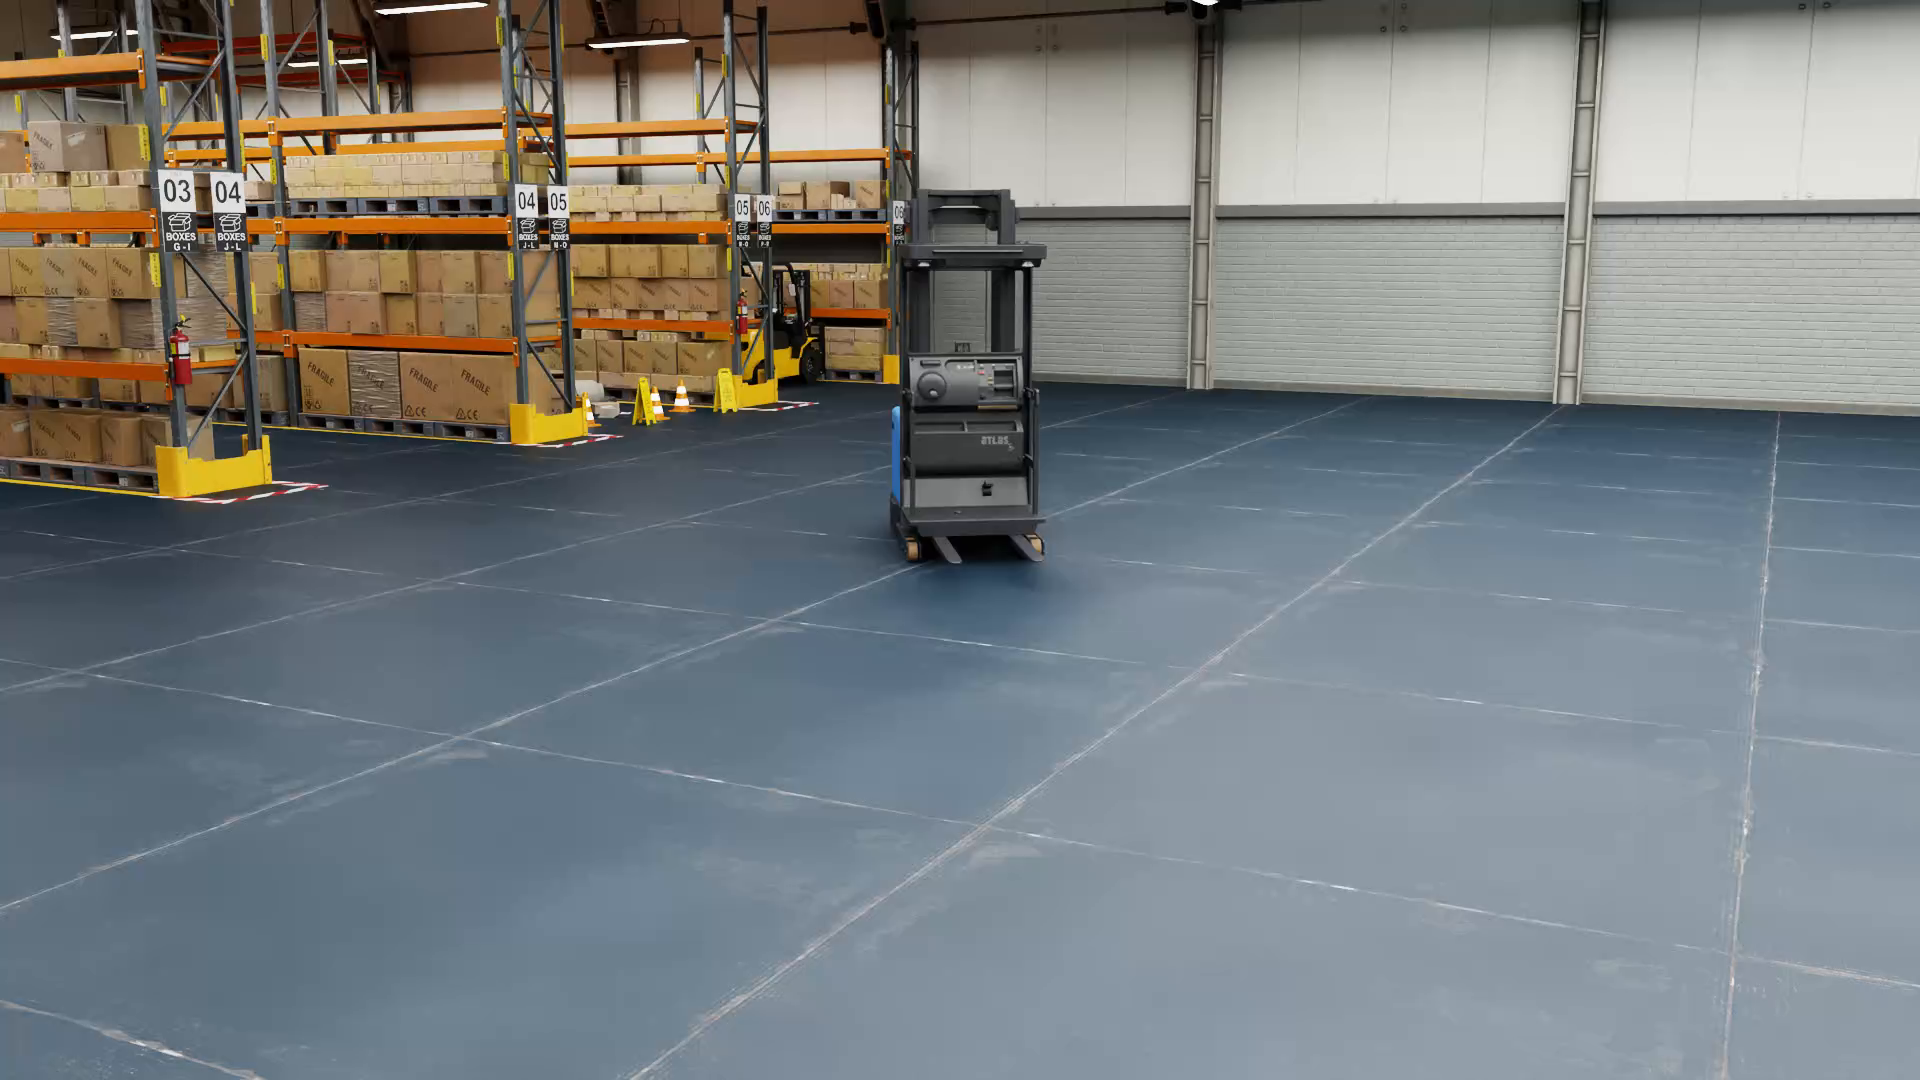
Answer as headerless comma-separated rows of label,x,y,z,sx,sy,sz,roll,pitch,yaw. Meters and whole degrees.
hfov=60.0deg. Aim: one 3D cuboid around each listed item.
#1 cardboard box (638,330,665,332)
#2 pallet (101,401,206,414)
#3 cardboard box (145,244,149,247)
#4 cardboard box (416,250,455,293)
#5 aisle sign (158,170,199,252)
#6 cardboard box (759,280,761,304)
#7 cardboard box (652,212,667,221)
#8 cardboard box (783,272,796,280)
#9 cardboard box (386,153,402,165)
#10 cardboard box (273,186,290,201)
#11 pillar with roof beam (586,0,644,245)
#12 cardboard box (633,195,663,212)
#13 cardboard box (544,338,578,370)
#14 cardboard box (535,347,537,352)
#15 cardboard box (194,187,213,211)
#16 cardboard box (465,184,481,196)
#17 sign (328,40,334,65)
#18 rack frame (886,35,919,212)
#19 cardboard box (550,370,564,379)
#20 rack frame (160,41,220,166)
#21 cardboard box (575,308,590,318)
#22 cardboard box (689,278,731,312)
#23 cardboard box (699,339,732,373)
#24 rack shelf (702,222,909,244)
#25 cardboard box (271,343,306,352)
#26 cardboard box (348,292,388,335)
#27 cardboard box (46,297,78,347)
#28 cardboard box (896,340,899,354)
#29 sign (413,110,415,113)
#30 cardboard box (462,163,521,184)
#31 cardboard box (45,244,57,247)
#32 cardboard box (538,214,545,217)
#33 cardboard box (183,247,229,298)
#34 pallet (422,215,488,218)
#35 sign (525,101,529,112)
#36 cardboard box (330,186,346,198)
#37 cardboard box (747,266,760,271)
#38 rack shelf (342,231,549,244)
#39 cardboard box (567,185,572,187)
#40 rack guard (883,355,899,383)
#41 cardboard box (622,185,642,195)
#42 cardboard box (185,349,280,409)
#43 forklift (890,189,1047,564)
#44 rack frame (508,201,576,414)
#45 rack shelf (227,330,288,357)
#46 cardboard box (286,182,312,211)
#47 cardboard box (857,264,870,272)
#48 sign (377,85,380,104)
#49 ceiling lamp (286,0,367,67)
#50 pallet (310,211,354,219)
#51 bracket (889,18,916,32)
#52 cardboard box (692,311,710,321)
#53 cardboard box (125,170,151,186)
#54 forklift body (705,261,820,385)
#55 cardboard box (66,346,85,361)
cardboard box,-5.760,-3.826,32.439,0.625,0.625,0.875,5,11,25
pallet,-11.801,-1.964,24.489,1.213,0.211,1.003,5,11,26
cardboard box,-15.022,-5.434,30.924,0.250,0.149,0.380,5,11,25
cardboard box,-6.592,-3.515,21.775,0.550,0.550,0.875,5,11,26
aisle sign,-7.663,-3.222,16.311,0.004,0.787,0.394,5,11,26
cardboard box,-3.383,-4.581,30.839,0.500,0.500,0.500,5,11,25
cardboard box,-4.547,-4.998,25.704,0.250,0.149,0.380,5,11,25
cardboard box,-3.047,-4.863,30.574,0.250,0.149,0.380,5,11,25
cardboard box,-7.120,-4.873,21.317,0.250,0.149,0.380,5,11,26
cardboard box,-9.318,-4.848,23.091,0.396,0.266,0.258,5,11,25
pillar with roof beam,-8.519,-7.308,29.339,0.548,9.000,9.100,5,11,26
cardboard box,-4.697,-5.204,25.726,0.500,0.250,0.500,5,12,27
cardboard box,-6.378,-3.027,26.967,0.500,0.500,0.500,6,12,29
cardboard box,-8.656,-3.977,33.624,0.500,0.500,0.500,5,12,27
cardboard box,-7.903,-3.477,17.018,0.500,0.250,0.500,5,12,28
cardboard box,-5.974,-4.380,20.832,0.250,0.149,0.380,5,11,26
sign,-8.620,-6.671,22.756,0.005,0.325,0.100,5,11,26
rack frame,-1.008,-7.323,29.427,0.127,3.000,1.000,5,11,26
cardboard box,-6.429,-2.363,25.876,0.500,0.500,0.500,-4,11,-23
rack frame,-13.962,-7.476,30.270,0.127,3.000,1.000,5,11,26
cardboard box,-5.940,-3.641,26.632,0.250,0.149,0.380,5,12,28
cardboard box,-3.809,-3.773,25.537,0.500,0.500,0.500,5,11,25
cardboard box,-3.823,-2.911,26.325,0.500,0.500,0.500,5,11,24
rack shelf,-2.801,-5.651,30.629,4.000,0.370,1.077,5,11,26
cardboard box,-11.756,-3.509,29.981,0.875,0.875,0.875,5,11,27
cardboard box,-7.616,-3.041,22.187,0.550,0.550,0.875,5,11,26
cardboard box,-8.997,-2.306,17.430,0.500,0.500,0.875,5,11,26
cardboard box,-1.337,-3.541,30.512,0.500,0.250,0.500,5,12,27
sign,-11.529,-8.896,35.047,0.005,0.325,0.100,5,11,26
cardboard box,-5.863,-4.578,20.807,0.500,0.250,0.500,5,11,27
cardboard box,-17.353,-5.627,31.991,0.250,0.149,0.380,5,12,27
cardboard box,-6.615,-5.182,26.720,0.250,0.149,0.380,5,11,25
cardboard box,-7.958,-2.770,17.190,0.500,0.500,0.500,5,11,26
pallet,-8.226,-5.424,27.882,1.003,0.211,1.213,5,11,26
sign,-8.413,-8.365,32.337,0.005,0.325,0.100,5,11,26
cardboard box,-8.031,-4.561,21.829,0.250,0.149,0.380,5,11,25
cardboard box,-3.748,-5.067,30.869,0.250,0.149,0.380,5,12,27
rack shelf,-8.581,-5.173,27.989,4.000,0.370,1.077,5,11,26
cardboard box,-7.640,-6.687,32.592,0.500,0.500,0.500,5,11,26
rack guard,-0.986,-3.140,30.173,0.348,0.500,1.175,5,11,26
cardboard box,-5.025,-5.418,25.788,0.250,0.149,0.380,5,12,27
cardboard box,-10.347,-2.306,23.686,0.750,0.750,1.050,5,11,26
forklift,0.079,-1.332,13.359,1.130,2.935,3.031,-1,10,-7
rack frame,-5.300,-2.780,21.167,0.127,3.000,1.000,5,11,26
rack shelf,-10.681,-2.899,23.844,4.000,0.370,1.077,5,11,26
cardboard box,-11.347,-5.988,29.013,0.500,0.500,0.700,4,11,23
cardboard box,-1.657,-4.895,29.918,0.250,0.149,0.380,5,11,26
sign,-10.143,-7.747,28.921,0.005,0.325,0.100,5,11,26
ceiling lamp,-11.990,-10.724,31.828,2.000,3.185,0.800,5,11,26
pallet,-10.976,-5.634,29.046,1.003,0.211,1.213,6,12,28
bracket,-1.018,-9.204,29.711,0.430,0.232,0.235,5,11,26
cardboard box,-3.907,-3.452,25.588,0.250,0.149,0.380,5,11,25
cardboard box,-7.973,-3.566,16.391,0.250,0.149,0.380,5,11,26
forklift body,-3.515,-3.812,29.253,1.214,2.155,2.313,5,11,26
cardboard box,-9.061,-1.957,17.328,0.250,0.149,0.380,5,11,26
